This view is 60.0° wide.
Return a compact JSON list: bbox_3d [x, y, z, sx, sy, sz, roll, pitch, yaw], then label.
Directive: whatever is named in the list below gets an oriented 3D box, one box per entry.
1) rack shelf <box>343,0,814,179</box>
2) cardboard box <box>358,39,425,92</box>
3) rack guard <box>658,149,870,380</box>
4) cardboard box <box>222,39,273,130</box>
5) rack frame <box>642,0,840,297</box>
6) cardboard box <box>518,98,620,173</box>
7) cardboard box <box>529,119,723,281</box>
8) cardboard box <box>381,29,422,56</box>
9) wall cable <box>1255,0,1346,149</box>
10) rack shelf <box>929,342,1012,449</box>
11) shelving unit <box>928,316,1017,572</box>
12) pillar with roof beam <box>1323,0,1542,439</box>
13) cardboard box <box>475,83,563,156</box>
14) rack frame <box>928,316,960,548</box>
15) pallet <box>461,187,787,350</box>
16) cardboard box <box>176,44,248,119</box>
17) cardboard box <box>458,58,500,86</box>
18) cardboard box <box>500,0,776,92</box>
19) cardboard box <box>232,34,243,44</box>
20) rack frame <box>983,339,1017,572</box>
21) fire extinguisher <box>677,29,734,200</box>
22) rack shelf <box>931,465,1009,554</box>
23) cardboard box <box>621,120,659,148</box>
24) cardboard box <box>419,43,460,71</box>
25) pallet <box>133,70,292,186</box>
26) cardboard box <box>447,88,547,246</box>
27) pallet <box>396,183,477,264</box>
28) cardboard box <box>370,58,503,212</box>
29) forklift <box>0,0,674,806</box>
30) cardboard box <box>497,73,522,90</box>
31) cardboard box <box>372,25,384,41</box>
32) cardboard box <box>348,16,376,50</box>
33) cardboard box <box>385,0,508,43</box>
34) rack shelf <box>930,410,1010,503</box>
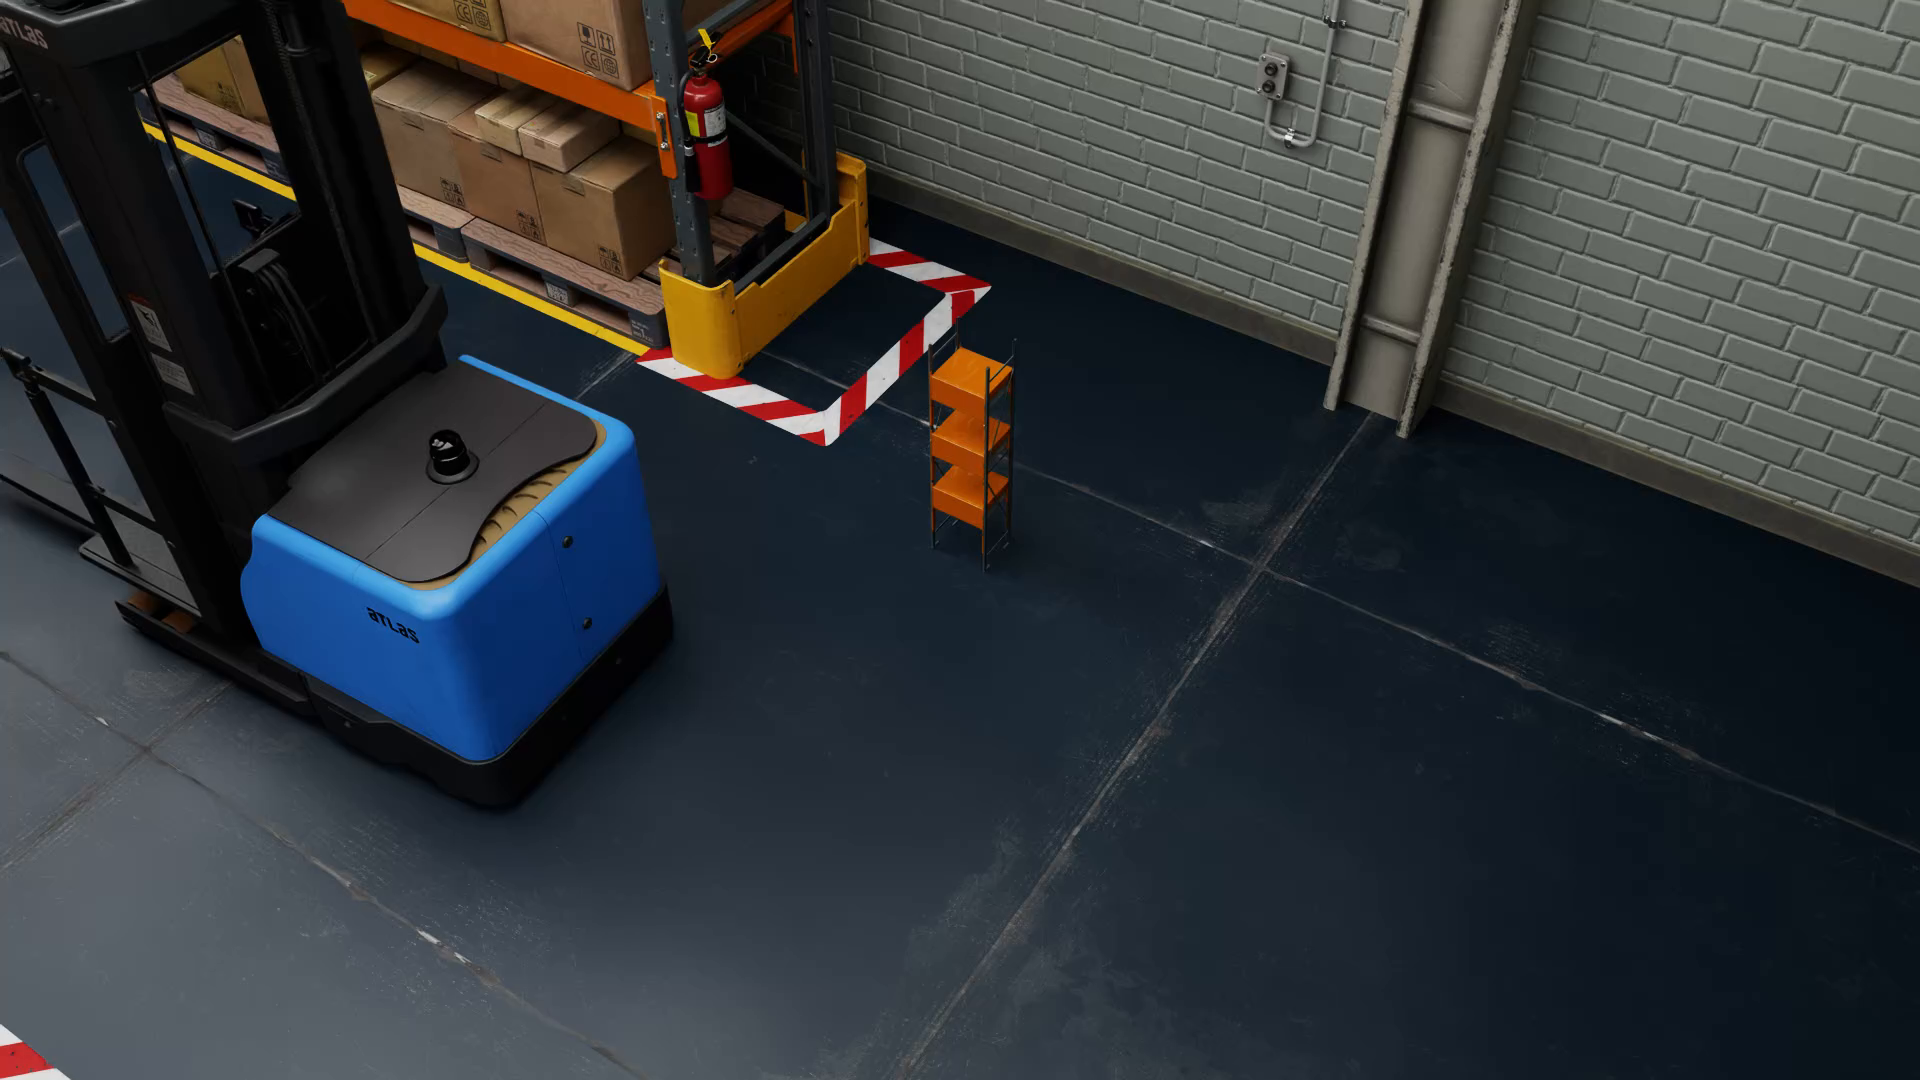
[{"bbox_3d":[-2.577,-2.696,7.780,4.000,0.370,1.077,25,51,22],"label":"rack shelf"},{"bbox_3d":[-2.834,-2.249,8.294,0.500,0.500,0.700,26,51,23],"label":"cardboard box"},{"bbox_3d":[-0.873,-1.292,7.657,0.348,0.500,1.175,25,51,22],"label":"rack guard"},{"bbox_3d":[-3.265,-2.449,8.488,0.500,0.500,0.700,24,51,22],"label":"cardboard box"},{"bbox_3d":[-0.893,-2.173,6.770,0.127,3.000,1.000,25,51,22],"label":"rack frame"},{"bbox_3d":[-1.743,-1.824,7.429,0.250,0.149,0.380,24,51,22],"label":"cardboard box"},{"bbox_3d":[-1.536,-1.659,7.720,0.500,0.500,0.700,25,51,22],"label":"cardboard box"},{"bbox_3d":[-2.604,-2.545,8.129,0.250,0.149,0.380,24,50,21],"label":"cardboard box"},{"bbox_3d":[0.695,-2.602,6.479,1.851,1.984,0.084,25,51,22],"label":"wall cable"},{"bbox_3d":[0.045,-0.536,6.157,0.240,0.259,0.215,25,51,22],"label":"rack shelf"},{"bbox_3d":[0.045,-0.345,6.353,0.252,1.050,0.215,25,51,22],"label":"shelving unit"},{"bbox_3d":[-0.478,-1.141,1.584,0.400,9.000,9.100,25,51,22],"label":"pillar with roof beam"},{"bbox_3d":[-1.958,-1.923,7.525,0.250,0.149,0.380,26,51,23],"label":"cardboard box"},{"bbox_3d":[-0.058,-0.392,6.399,0.008,1.050,0.200,25,51,22],"label":"rack frame"},{"bbox_3d":[-1.608,-1.463,8.025,1.213,0.211,1.003,25,51,22],"label":"pallet"},{"bbox_3d":[-3.686,-2.645,8.679,0.500,0.500,0.700,25,51,23],"label":"cardboard box"},{"bbox_3d":[-2.175,-2.348,7.938,0.250,0.149,0.380,25,51,23],"label":"cardboard box"},{"bbox_3d":[-1.328,-2.469,6.848,0.700,0.700,0.980,27,52,24],"label":"cardboard box"},{"bbox_3d":[-3.496,-2.629,8.211,0.250,0.149,0.380,26,51,23],"label":"cardboard box"},{"bbox_3d":[0.148,-0.298,6.307,0.008,1.050,0.200,25,51,22],"label":"rack frame"},{"bbox_3d":[-1.015,-1.679,6.604,0.183,0.674,0.296,25,51,22],"label":"fire extinguisher"},{"bbox_3d":[0.045,-0.144,6.560,0.240,0.259,0.215,25,51,22],"label":"rack shelf"},{"bbox_3d":[-1.323,-1.957,7.558,0.250,0.149,0.380,25,51,22],"label":"cardboard box"},{"bbox_3d":[-2.391,-2.447,8.034,0.250,0.149,0.380,25,51,22],"label":"cardboard box"},{"bbox_3d":[-3.662,-2.408,8.943,1.213,0.211,1.003,25,51,22],"label":"pallet"},{"bbox_3d":[-1.958,-1.852,7.909,0.500,0.500,0.700,25,51,22],"label":"cardboard box"},{"bbox_3d":[-2.631,-1.936,8.484,1.213,0.211,1.003,25,51,22],"label":"pallet"},{"bbox_3d":[-2.381,-2.047,8.097,0.500,0.500,0.700,23,50,21],"label":"cardboard box"},{"bbox_3d":[-2.621,-0.898,5.579,3.031,2.935,1.130,23,50,21],"label":"forklift"},{"bbox_3d":[-1.960,-2.250,7.843,0.250,0.149,0.380,25,51,22],"label":"cardboard box"},{"bbox_3d":[-2.822,-2.645,8.226,0.250,0.149,0.380,25,51,22],"label":"cardboard box"},{"bbox_3d":[-3.057,-2.427,8.014,0.250,0.149,0.380,23,50,21],"label":"cardboard box"},{"bbox_3d":[-1.946,-2.744,7.115,0.700,0.700,0.980,24,51,22],"label":"cardboard box"},{"bbox_3d":[0.045,-0.338,6.361,0.240,0.259,0.215,25,51,22],"label":"rack shelf"}]
